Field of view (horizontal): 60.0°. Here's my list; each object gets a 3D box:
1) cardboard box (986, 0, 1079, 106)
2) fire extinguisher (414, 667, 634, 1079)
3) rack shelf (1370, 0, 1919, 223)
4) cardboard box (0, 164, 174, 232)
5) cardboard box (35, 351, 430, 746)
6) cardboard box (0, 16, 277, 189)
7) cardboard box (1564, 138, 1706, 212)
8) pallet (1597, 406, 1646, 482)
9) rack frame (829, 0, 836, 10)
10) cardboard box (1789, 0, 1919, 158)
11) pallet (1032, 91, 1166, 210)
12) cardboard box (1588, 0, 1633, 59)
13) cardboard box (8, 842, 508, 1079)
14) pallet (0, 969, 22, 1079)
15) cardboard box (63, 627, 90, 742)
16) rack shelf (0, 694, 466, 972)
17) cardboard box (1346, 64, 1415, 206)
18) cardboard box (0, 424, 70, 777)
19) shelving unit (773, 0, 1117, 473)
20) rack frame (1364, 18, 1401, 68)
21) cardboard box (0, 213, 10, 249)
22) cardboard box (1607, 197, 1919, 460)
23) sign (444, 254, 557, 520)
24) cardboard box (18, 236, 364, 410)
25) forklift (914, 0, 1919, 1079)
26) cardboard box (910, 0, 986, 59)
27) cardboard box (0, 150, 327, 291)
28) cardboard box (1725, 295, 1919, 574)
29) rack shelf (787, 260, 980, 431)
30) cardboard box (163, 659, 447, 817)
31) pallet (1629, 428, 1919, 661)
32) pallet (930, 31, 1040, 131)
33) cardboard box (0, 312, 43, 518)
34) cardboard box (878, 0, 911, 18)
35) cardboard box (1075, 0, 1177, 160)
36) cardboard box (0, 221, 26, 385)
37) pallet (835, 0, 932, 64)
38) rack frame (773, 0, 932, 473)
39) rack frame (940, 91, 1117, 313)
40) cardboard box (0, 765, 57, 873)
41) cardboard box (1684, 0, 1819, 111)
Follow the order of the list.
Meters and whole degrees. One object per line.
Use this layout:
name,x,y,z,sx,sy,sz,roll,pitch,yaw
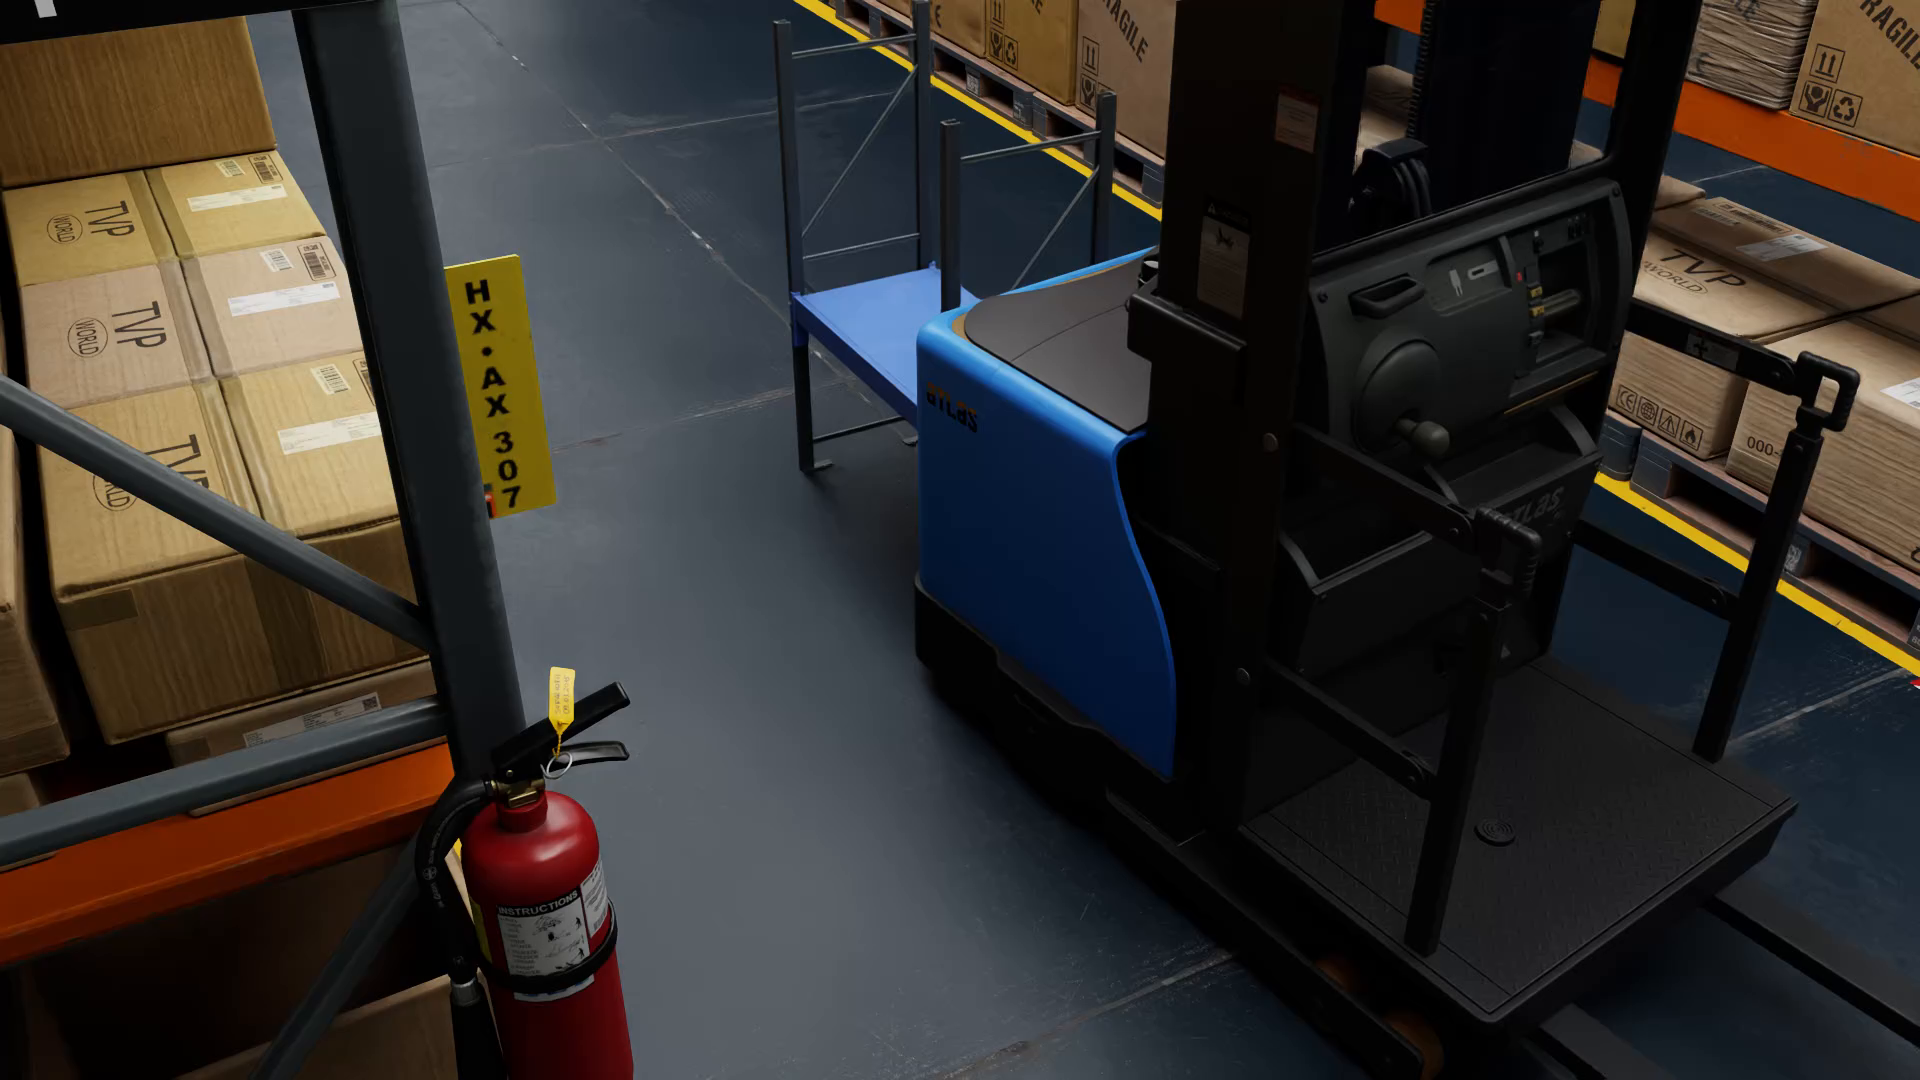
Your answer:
cardboard box,0.717,-2.816,8.445,0.875,0.875,0.875,-15,36,-22
fire extinguisher,-0.542,0.474,2.147,0.296,0.674,0.183,-16,36,-23
rack shelf,2.438,-1.572,5.589,1.077,0.370,4.000,-16,36,-23
cardboard box,-1.724,-0.737,3.482,0.500,0.250,0.500,-17,36,-24
cardboard box,-0.992,-0.016,2.358,0.500,0.250,0.500,-16,36,-23
cardboard box,-1.692,-1.048,3.273,0.500,0.500,0.500,-15,36,-22
cardboard box,2.121,-1.173,6.287,0.875,0.438,0.875,-17,36,-24
pallet,2.363,-0.689,6.130,1.003,0.211,1.213,-16,36,-23
rack frame,-0.360,-4.738,9.865,1.000,3.000,0.127,-16,36,-23
cardboard box,2.690,-1.369,4.514,0.500,0.500,0.500,-17,36,-24
pallet,1.079,-2.004,8.183,1.003,0.211,1.213,-16,36,-23
cardboard box,2.190,-1.855,5.273,0.500,0.500,0.500,-15,35,-22
cardboard box,-1.221,0.889,3.007,0.797,0.503,0.637,-17,37,-25
pallet,-1.427,1.088,3.356,1.003,0.211,1.213,-16,36,-23
cardboard box,-1.475,0.209,2.377,0.380,0.149,0.250,-15,35,-22
rack shelf,-1.952,-0.321,3.638,1.077,0.370,4.000,-16,36,-23
cardboard box,1.703,-1.600,6.953,0.875,0.438,0.875,-16,36,-24
cardboard box,-1.468,0.115,2.153,0.500,0.250,0.500,-15,36,-22
shelving unit,-0.070,-0.689,4.935,0.538,1.500,1.048,-17,36,-24
rack frame,1.505,-2.829,6.885,1.000,3.000,0.127,-16,36,-23
cardboard box,-2.178,-0.618,3.298,0.500,0.250,0.500,-16,36,-23
cardboard box,2.540,-0.743,5.614,0.875,0.438,0.875,-15,36,-22
sign,-0.539,-0.171,1.934,0.100,0.325,0.005,-16,36,-23
cardboard box,-1.228,-0.257,2.733,0.500,0.250,0.500,-15,36,-23
forklift,1.155,-0.393,3.146,1.130,2.935,3.031,-22,39,-30
cardboard box,0.301,-3.243,9.111,0.875,0.875,0.875,-15,36,-23
cardboard box,-1.467,-0.498,3.110,0.500,0.250,0.500,-17,36,-24
cardboard box,2.974,-0.308,4.936,0.875,0.438,0.875,-17,36,-25
rack shelf,-0.070,-0.537,5.032,0.538,0.185,1.000,-17,36,-24
cardboard box,-0.930,0.210,2.374,0.380,0.149,0.250,-16,36,-23
pallet,2.928,-0.108,5.223,1.003,0.211,1.213,-16,36,-23
pallet,0.506,-2.587,9.092,1.003,0.211,1.213,-16,36,-23
cardboard box,-1.708,-0.131,2.537,0.500,0.250,0.500,-16,36,-23
cardboard box,-0.111,-3.670,9.777,0.875,0.875,0.875,-16,36,-24
cardboard box,1.145,-2.387,7.775,0.875,0.875,0.875,-15,35,-22
cardboard box,-1.935,-0.369,2.908,0.500,0.250,0.500,-15,35,-22
pallet,-0.059,-3.169,10.000,1.003,0.211,1.213,-16,36,-23
rack frame,-0.317,-0.928,5.309,0.500,1.500,0.032,-17,36,-24
rack frame,0.176,-0.449,4.560,0.500,1.500,0.032,-17,36,-24
cardboard box,-1.411,0.345,2.163,0.380,0.149,0.250,-16,36,-24
cardboard box,2.442,-1.612,4.893,0.500,0.500,0.500,-15,36,-22
